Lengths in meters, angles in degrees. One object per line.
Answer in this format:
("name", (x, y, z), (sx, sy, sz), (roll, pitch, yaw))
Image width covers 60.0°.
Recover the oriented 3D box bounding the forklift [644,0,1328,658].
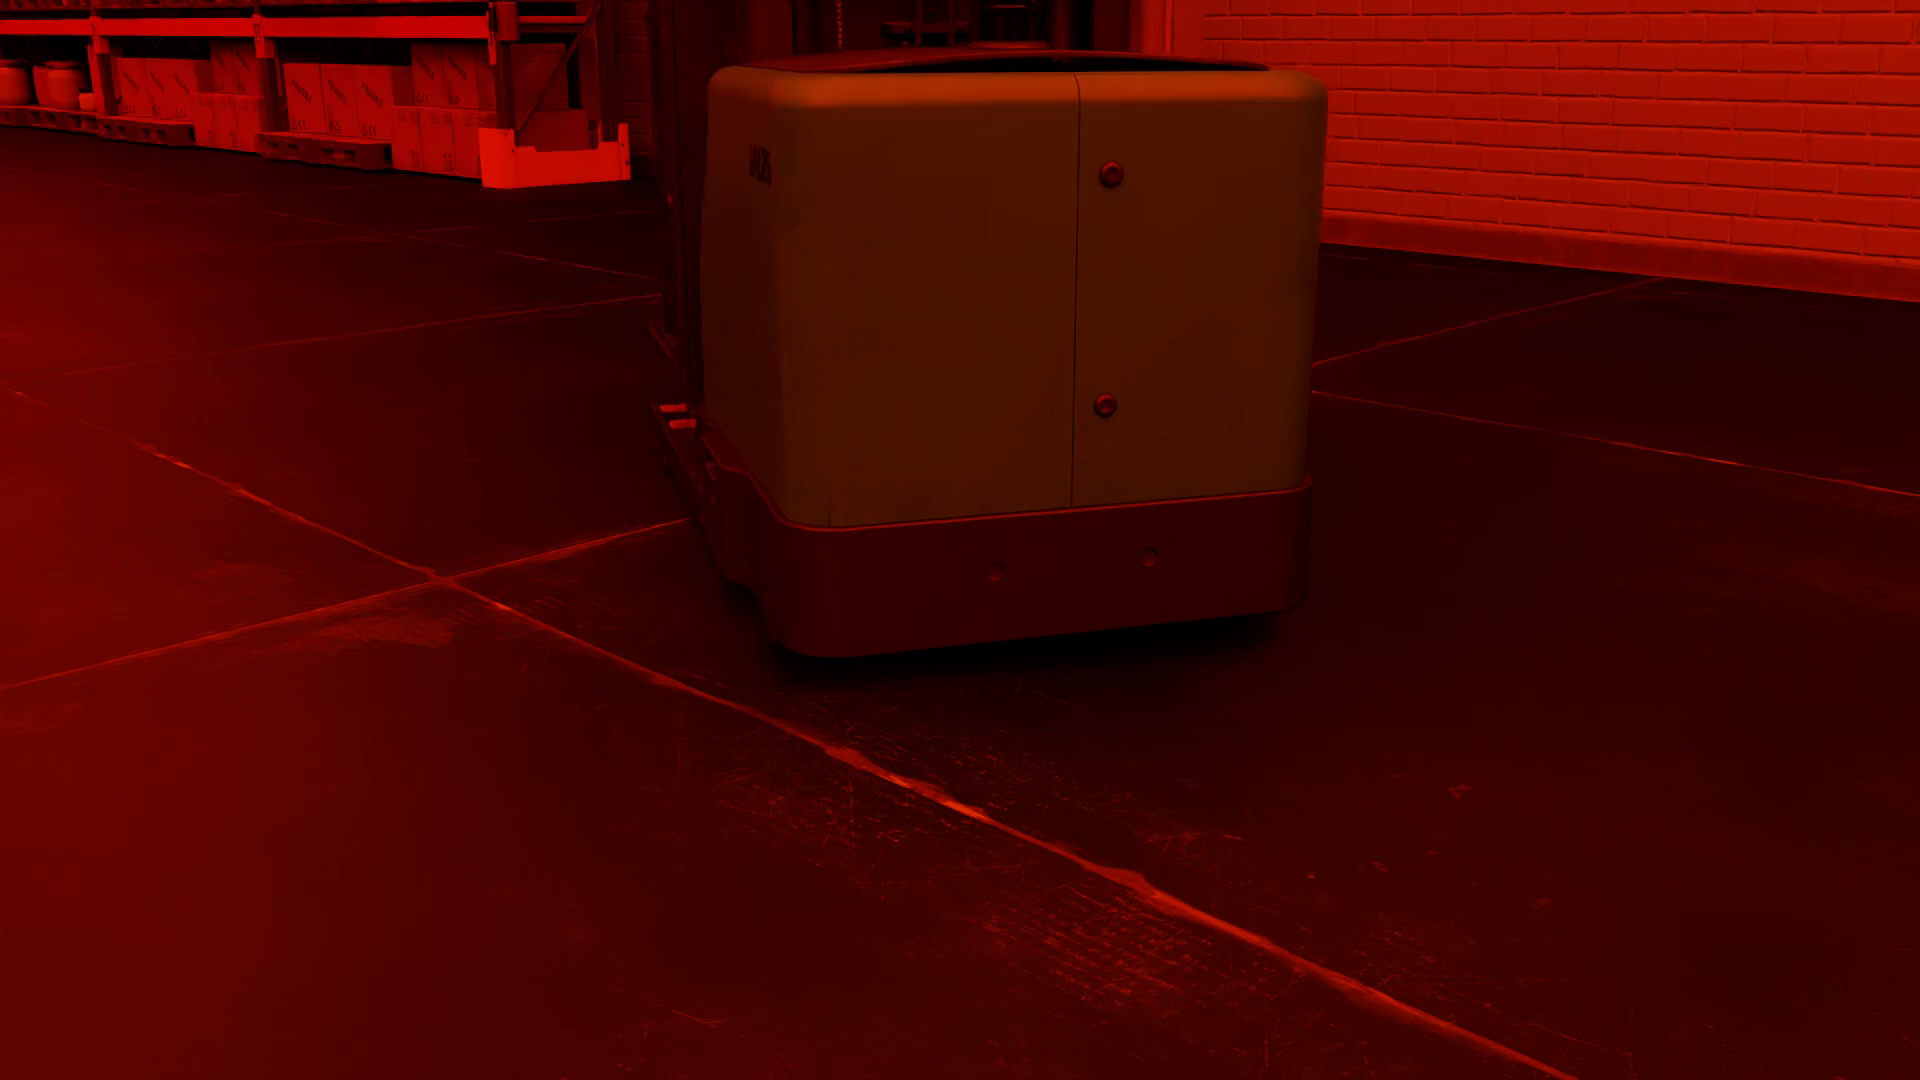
("forklift", (-0.231, -1.584, 4.059), (1.130, 2.935, 3.031), (-5, 18, -16))
